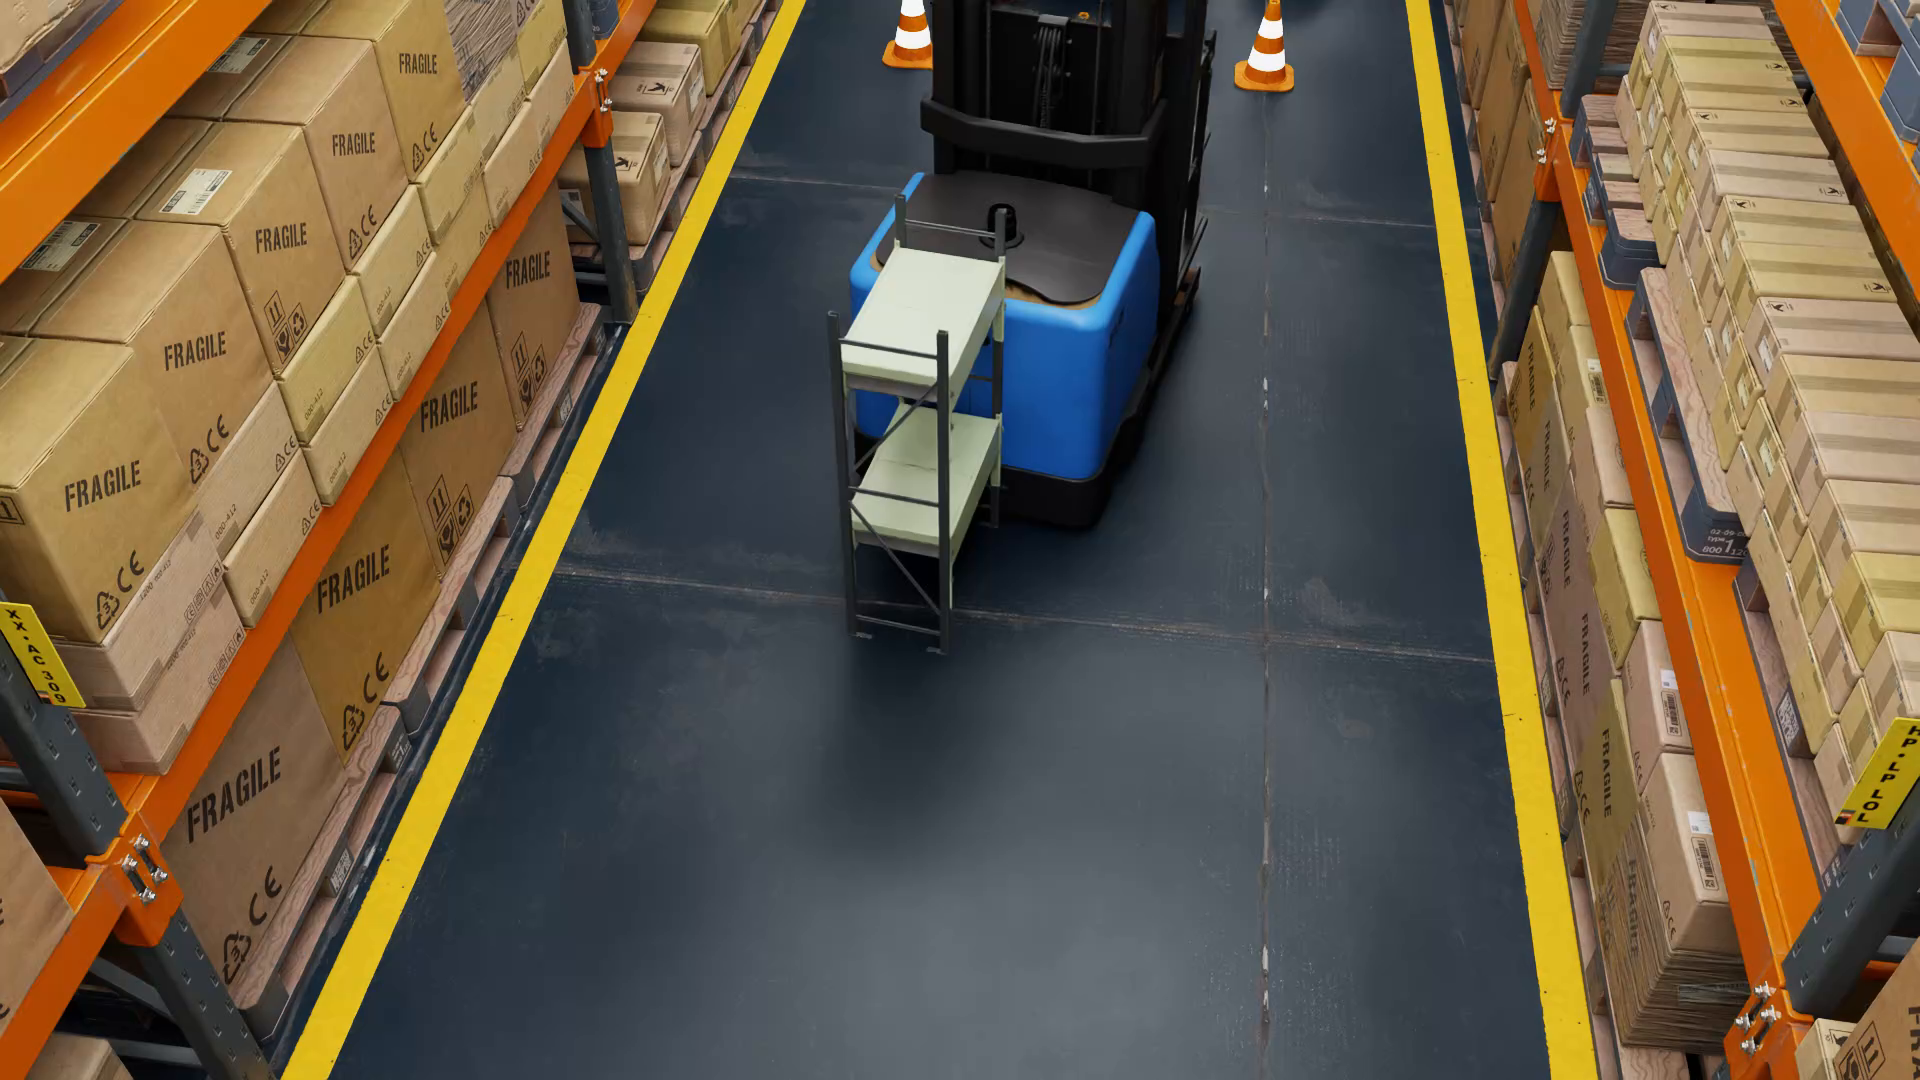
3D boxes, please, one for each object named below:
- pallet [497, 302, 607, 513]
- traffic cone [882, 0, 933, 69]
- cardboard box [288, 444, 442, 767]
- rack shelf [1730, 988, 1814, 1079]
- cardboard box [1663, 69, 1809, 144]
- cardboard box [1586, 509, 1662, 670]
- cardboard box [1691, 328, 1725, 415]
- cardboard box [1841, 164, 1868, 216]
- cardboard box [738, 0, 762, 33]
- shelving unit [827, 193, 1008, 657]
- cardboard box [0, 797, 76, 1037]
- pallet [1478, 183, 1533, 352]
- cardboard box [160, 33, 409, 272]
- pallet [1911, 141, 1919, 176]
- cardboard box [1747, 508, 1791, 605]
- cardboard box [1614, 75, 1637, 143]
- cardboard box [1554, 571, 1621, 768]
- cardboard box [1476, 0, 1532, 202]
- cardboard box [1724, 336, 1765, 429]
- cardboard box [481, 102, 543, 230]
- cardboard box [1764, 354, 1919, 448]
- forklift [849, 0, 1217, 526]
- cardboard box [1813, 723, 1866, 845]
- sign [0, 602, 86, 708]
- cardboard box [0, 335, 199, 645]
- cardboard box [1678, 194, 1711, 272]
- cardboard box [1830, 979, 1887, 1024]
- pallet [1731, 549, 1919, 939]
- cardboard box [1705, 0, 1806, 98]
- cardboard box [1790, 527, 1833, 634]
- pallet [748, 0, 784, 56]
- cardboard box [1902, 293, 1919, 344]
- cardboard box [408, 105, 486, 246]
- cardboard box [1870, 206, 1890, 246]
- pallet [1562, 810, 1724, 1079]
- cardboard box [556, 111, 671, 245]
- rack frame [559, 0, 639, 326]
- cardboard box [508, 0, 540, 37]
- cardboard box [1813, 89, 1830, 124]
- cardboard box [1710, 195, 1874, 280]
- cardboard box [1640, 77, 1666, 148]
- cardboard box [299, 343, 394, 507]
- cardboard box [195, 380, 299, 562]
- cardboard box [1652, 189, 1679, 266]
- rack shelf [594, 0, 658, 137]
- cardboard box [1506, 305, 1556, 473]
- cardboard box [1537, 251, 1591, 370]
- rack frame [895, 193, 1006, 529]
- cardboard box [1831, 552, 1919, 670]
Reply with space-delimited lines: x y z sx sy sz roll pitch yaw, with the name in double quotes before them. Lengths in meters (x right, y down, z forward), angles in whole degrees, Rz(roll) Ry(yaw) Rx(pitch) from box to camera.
"pallet" -2.206 -0.637 7.270 1.003 0.211 1.213 5 44 6
"traffic cone" -0.275 -3.013 9.596 0.336 0.463 0.334 5 44 6
"cardboard box" -2.442 0.119 5.683 0.875 0.875 0.875 6 44 7
"rack shelf" 2.100 2.551 2.397 1.077 0.370 4.000 5 44 6
"cardboard box" 2.570 -1.429 5.522 0.380 0.149 0.250 5 44 5
"cardboard box" 2.349 0.168 5.358 0.500 0.250 0.500 3 44 4
"cardboard box" 2.425 -0.493 4.966 0.380 0.149 0.250 4 44 4
"cardboard box" 3.215 -1.138 5.648 0.380 0.149 0.250 6 44 6
"cardboard box" -1.657 -3.257 9.614 0.950 0.372 0.625 8 44 8
"shelving unit" -0.133 -0.390 6.071 0.431 1.500 0.755 11 45 11
"cardboard box" -2.364 0.849 3.599 0.500 0.500 0.500 6 44 6
"pallet" 3.072 -1.317 7.988 1.003 0.211 1.213 5 44 6
"cardboard box" -2.042 -1.171 5.005 0.500 0.500 0.500 5 44 5
"pallet" 2.551 -0.505 3.057 1.213 0.211 1.003 5 44 6
"cardboard box" 2.322 0.059 4.383 0.380 0.149 0.250 3 44 3
"cardboard box" 2.634 -1.574 6.108 0.380 0.149 0.250 5 44 5
"cardboard box" 2.352 0.456 5.600 0.500 0.500 0.500 4 44 5
"cardboard box" 3.175 -2.138 8.157 1.050 0.750 0.750 6 44 6
"cardboard box" 2.392 -0.430 4.684 0.380 0.149 0.250 5 44 6
"cardboard box" -1.889 -1.408 6.165 0.500 0.250 0.500 6 44 6
"cardboard box" 2.365 -0.347 4.380 0.380 0.149 0.250 4 44 4
"forklift" 0.510 -2.148 6.887 1.130 2.935 3.031 13 45 13
"cardboard box" 2.220 0.577 3.836 0.380 0.149 0.250 4 44 5
"sign" -2.006 0.252 3.615 0.100 0.325 0.005 5 44 6
"cardboard box" -2.213 -0.127 3.903 0.500 0.500 0.500 6 44 6
"cardboard box" 2.497 -0.949 5.231 0.380 0.149 0.250 5 44 6
"cardboard box" 2.725 1.202 4.811 0.500 0.500 0.500 7 44 7
"pallet" 2.609 0.489 4.192 1.003 0.211 1.213 5 44 6
"cardboard box" 3.220 -2.117 6.732 0.500 0.500 0.500 6 44 6
"cardboard box" 2.290 0.120 4.103 0.380 0.149 0.250 7 44 7
"pallet" -1.600 -3.363 10.148 1.003 0.211 1.213 5 44 6
"cardboard box" 3.108 -0.609 5.089 0.380 0.149 0.250 6 44 7
"cardboard box" -1.951 -1.254 5.638 0.500 0.250 0.500 4 44 4
"cardboard box" 3.179 -1.058 5.347 0.380 0.149 0.250 5 44 6
"pallet" 2.465 1.409 5.109 1.003 0.211 1.213 5 44 6
"cardboard box" -1.943 -1.763 8.036 0.950 0.372 0.625 3 43 3
"rack frame" -2.027 -2.180 6.871 1.000 3.000 0.127 5 44 6
"cardboard box" -1.836 -2.204 6.096 0.500 0.500 0.500 4 44 4
"cardboard box" 3.279 -1.591 5.909 0.380 0.149 0.250 6 44 6
"cardboard box" 2.468 -0.883 4.946 0.380 0.149 0.250 6 44 7
"cardboard box" 2.596 -1.472 5.784 0.380 0.149 0.250 7 44 8
"cardboard box" -2.086 -0.376 5.075 0.500 0.250 0.500 5 44 5
"cardboard box" -2.177 -0.214 4.539 0.500 0.250 0.500 6 44 6
"cardboard box" 2.529 -1.023 5.526 0.380 0.149 0.250 7 44 7
"rack shelf" -1.763 -3.282 8.558 1.077 0.370 4.000 5 44 6
"cardboard box" 2.547 -0.585 6.699 0.500 0.500 0.500 4 44 4
"cardboard box" 2.562 -0.869 6.453 0.500 0.250 0.500 3 44 4
"rack frame" -0.034 -0.632 6.327 0.400 1.500 0.023 11 45 11
"cardboard box" 2.258 0.175 3.828 0.380 0.149 0.250 4 44 4
